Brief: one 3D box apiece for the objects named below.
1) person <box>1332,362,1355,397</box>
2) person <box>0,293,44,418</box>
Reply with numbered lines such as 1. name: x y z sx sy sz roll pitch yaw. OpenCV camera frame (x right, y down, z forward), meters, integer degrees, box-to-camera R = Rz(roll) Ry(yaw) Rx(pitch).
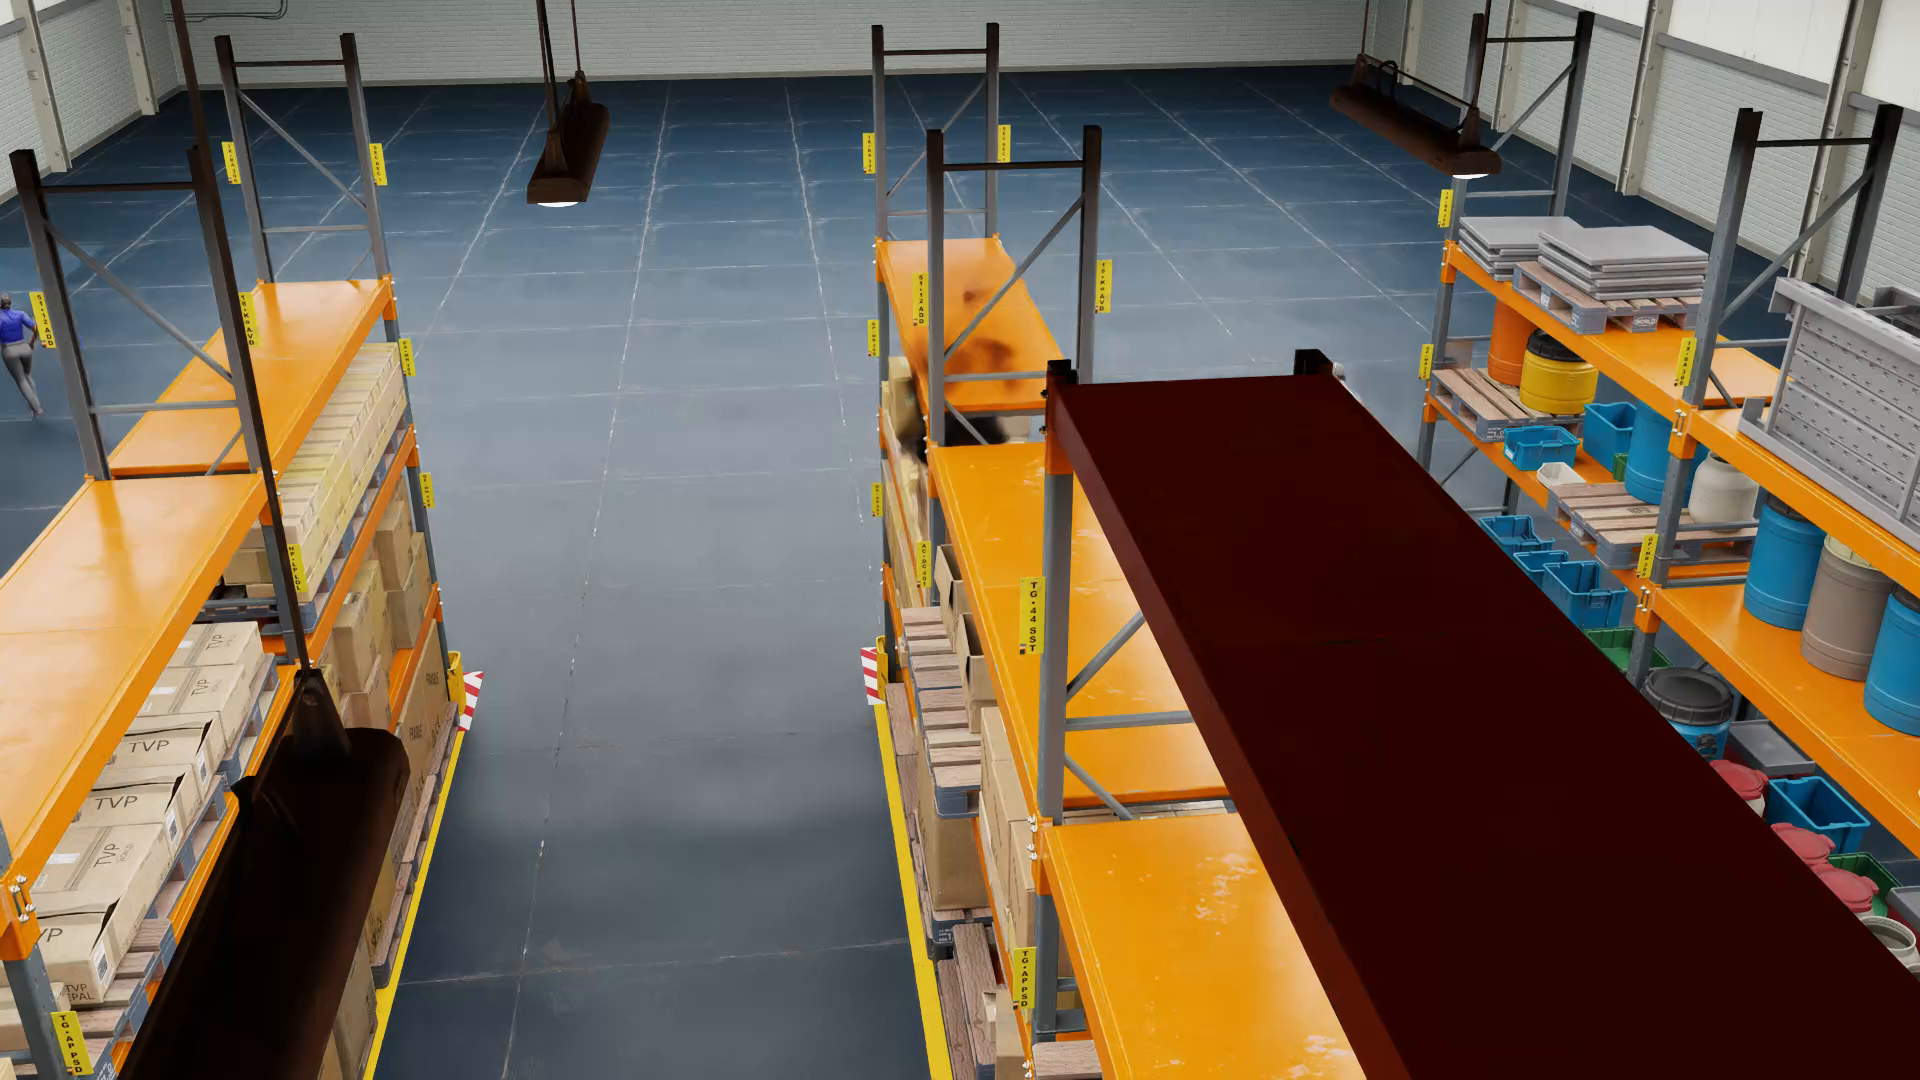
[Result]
1. person: 4.382 -1.256 19.233 0.977 1.686 0.602 4 26 9
2. person: -12.191 -2.346 21.528 0.762 1.696 0.570 20 32 36
